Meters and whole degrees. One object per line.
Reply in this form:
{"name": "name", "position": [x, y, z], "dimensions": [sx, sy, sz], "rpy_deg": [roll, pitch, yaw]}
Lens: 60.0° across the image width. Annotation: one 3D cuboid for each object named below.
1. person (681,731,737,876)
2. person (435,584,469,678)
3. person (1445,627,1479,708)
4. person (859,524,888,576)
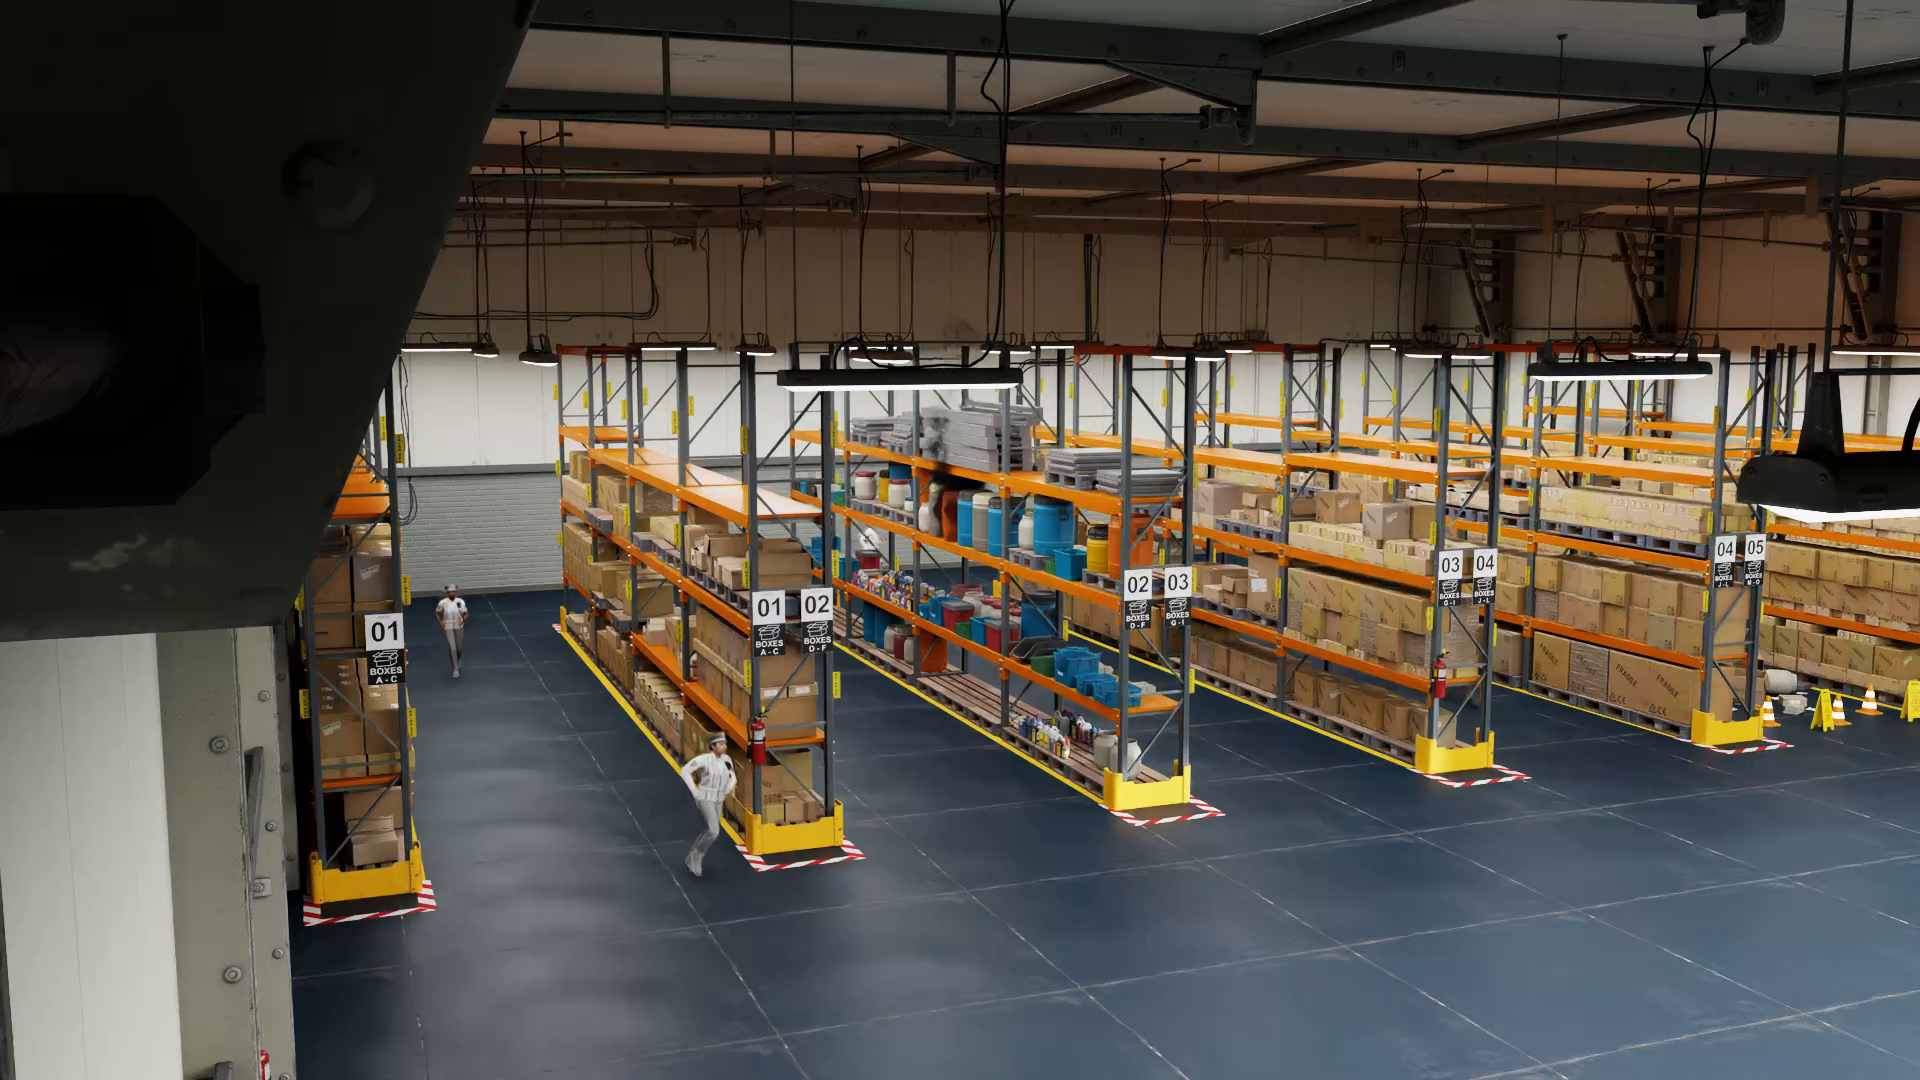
{"name": "person", "position": [-2.909, 3.050, 19.441], "dimensions": [0.619, 1.663, 0.617], "rpy_deg": [6, 9, 39]}
{"name": "person", "position": [-9.316, 1.631, 30.524], "dimensions": [0.585, 1.695, 0.727], "rpy_deg": [-3, 8, -25]}
{"name": "person", "position": [8.517, 1.927, 28.178], "dimensions": [0.683, 1.713, 0.895], "rpy_deg": [-4, 8, -28]}
{"name": "person", "position": [-2.127, 0.394, 39.741], "dimensions": [0.909, 1.836, 0.681], "rpy_deg": [-1, 7, -4]}
